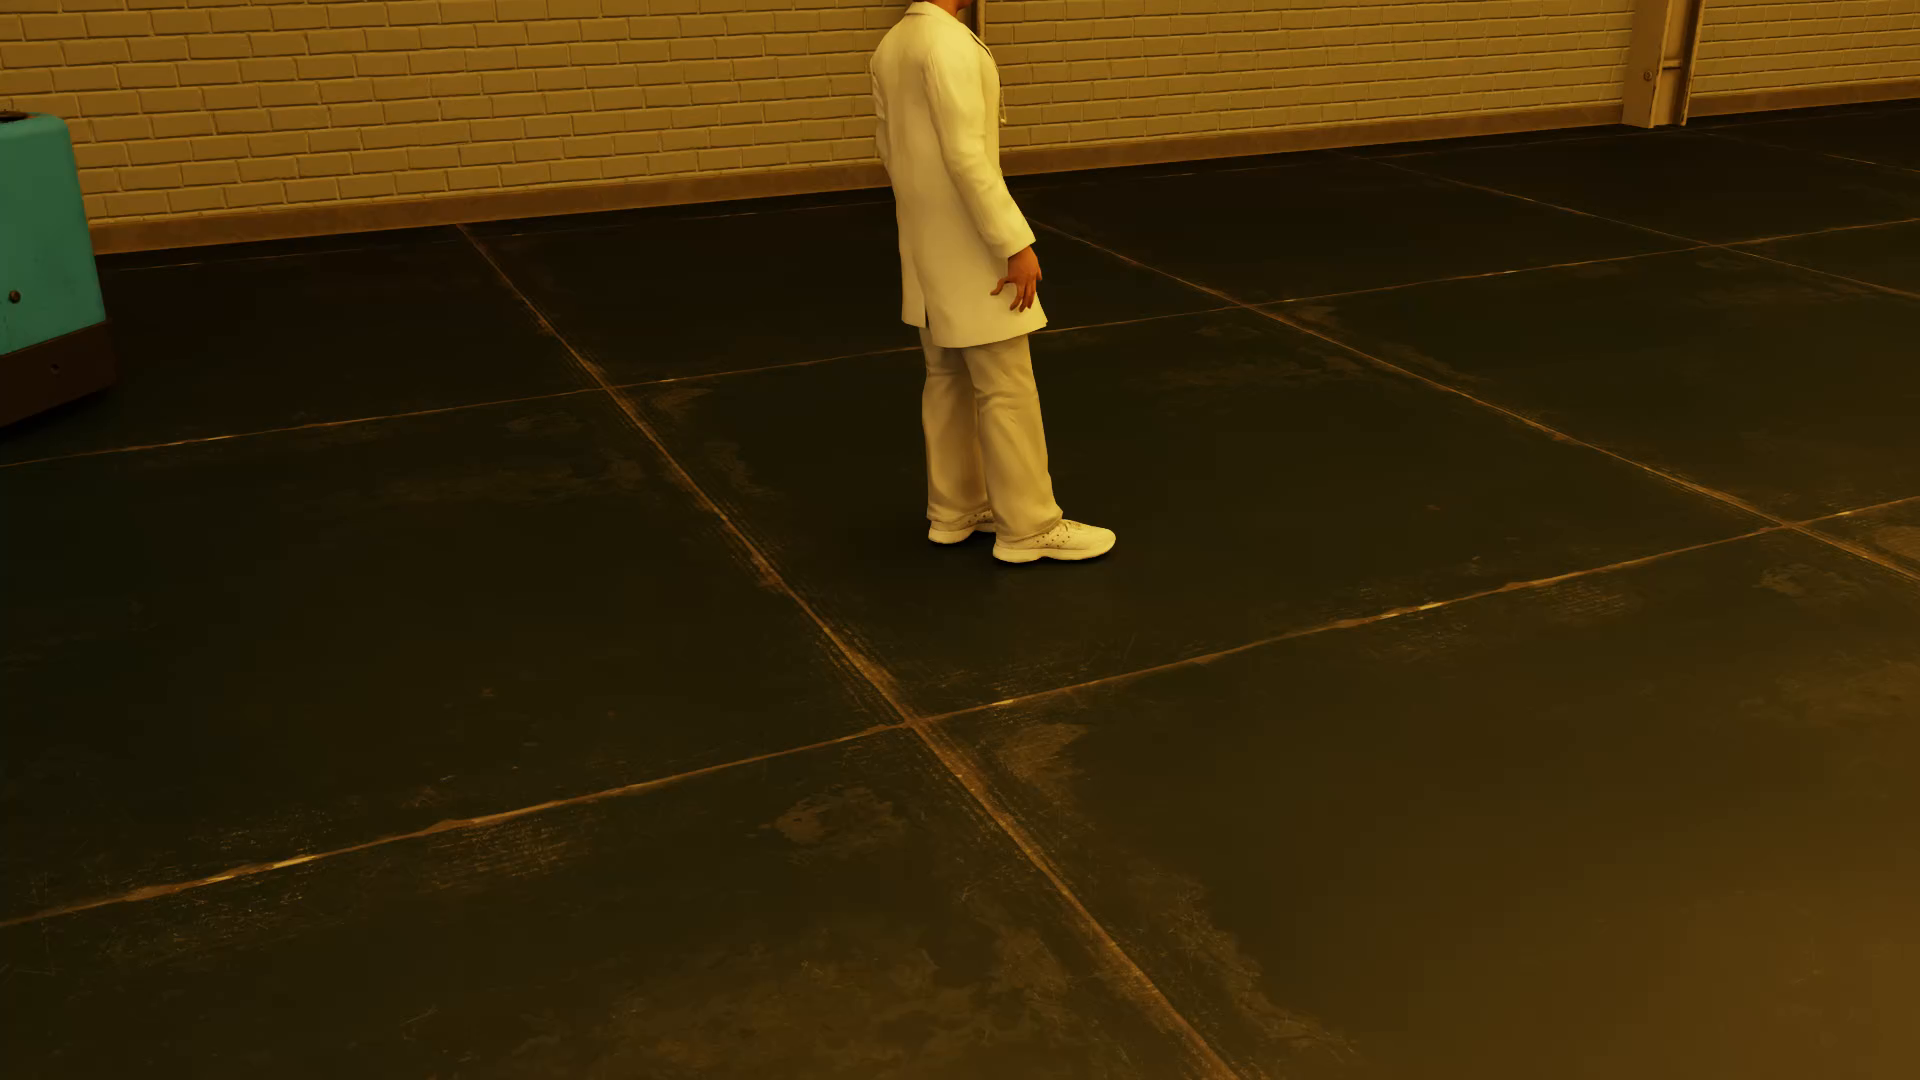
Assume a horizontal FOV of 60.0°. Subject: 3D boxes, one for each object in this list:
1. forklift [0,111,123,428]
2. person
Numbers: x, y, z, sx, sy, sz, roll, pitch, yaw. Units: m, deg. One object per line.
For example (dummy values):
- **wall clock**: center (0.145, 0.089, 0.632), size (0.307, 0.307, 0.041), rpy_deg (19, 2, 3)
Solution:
- **forklift**: center (-4.795, -1.900, 5.859), size (3.031, 2.935, 1.130), rpy_deg (7, 23, 16)
- **person**: center (0.084, -0.841, 4.794), size (0.581, 1.776, 0.696), rpy_deg (-10, 25, -23)
